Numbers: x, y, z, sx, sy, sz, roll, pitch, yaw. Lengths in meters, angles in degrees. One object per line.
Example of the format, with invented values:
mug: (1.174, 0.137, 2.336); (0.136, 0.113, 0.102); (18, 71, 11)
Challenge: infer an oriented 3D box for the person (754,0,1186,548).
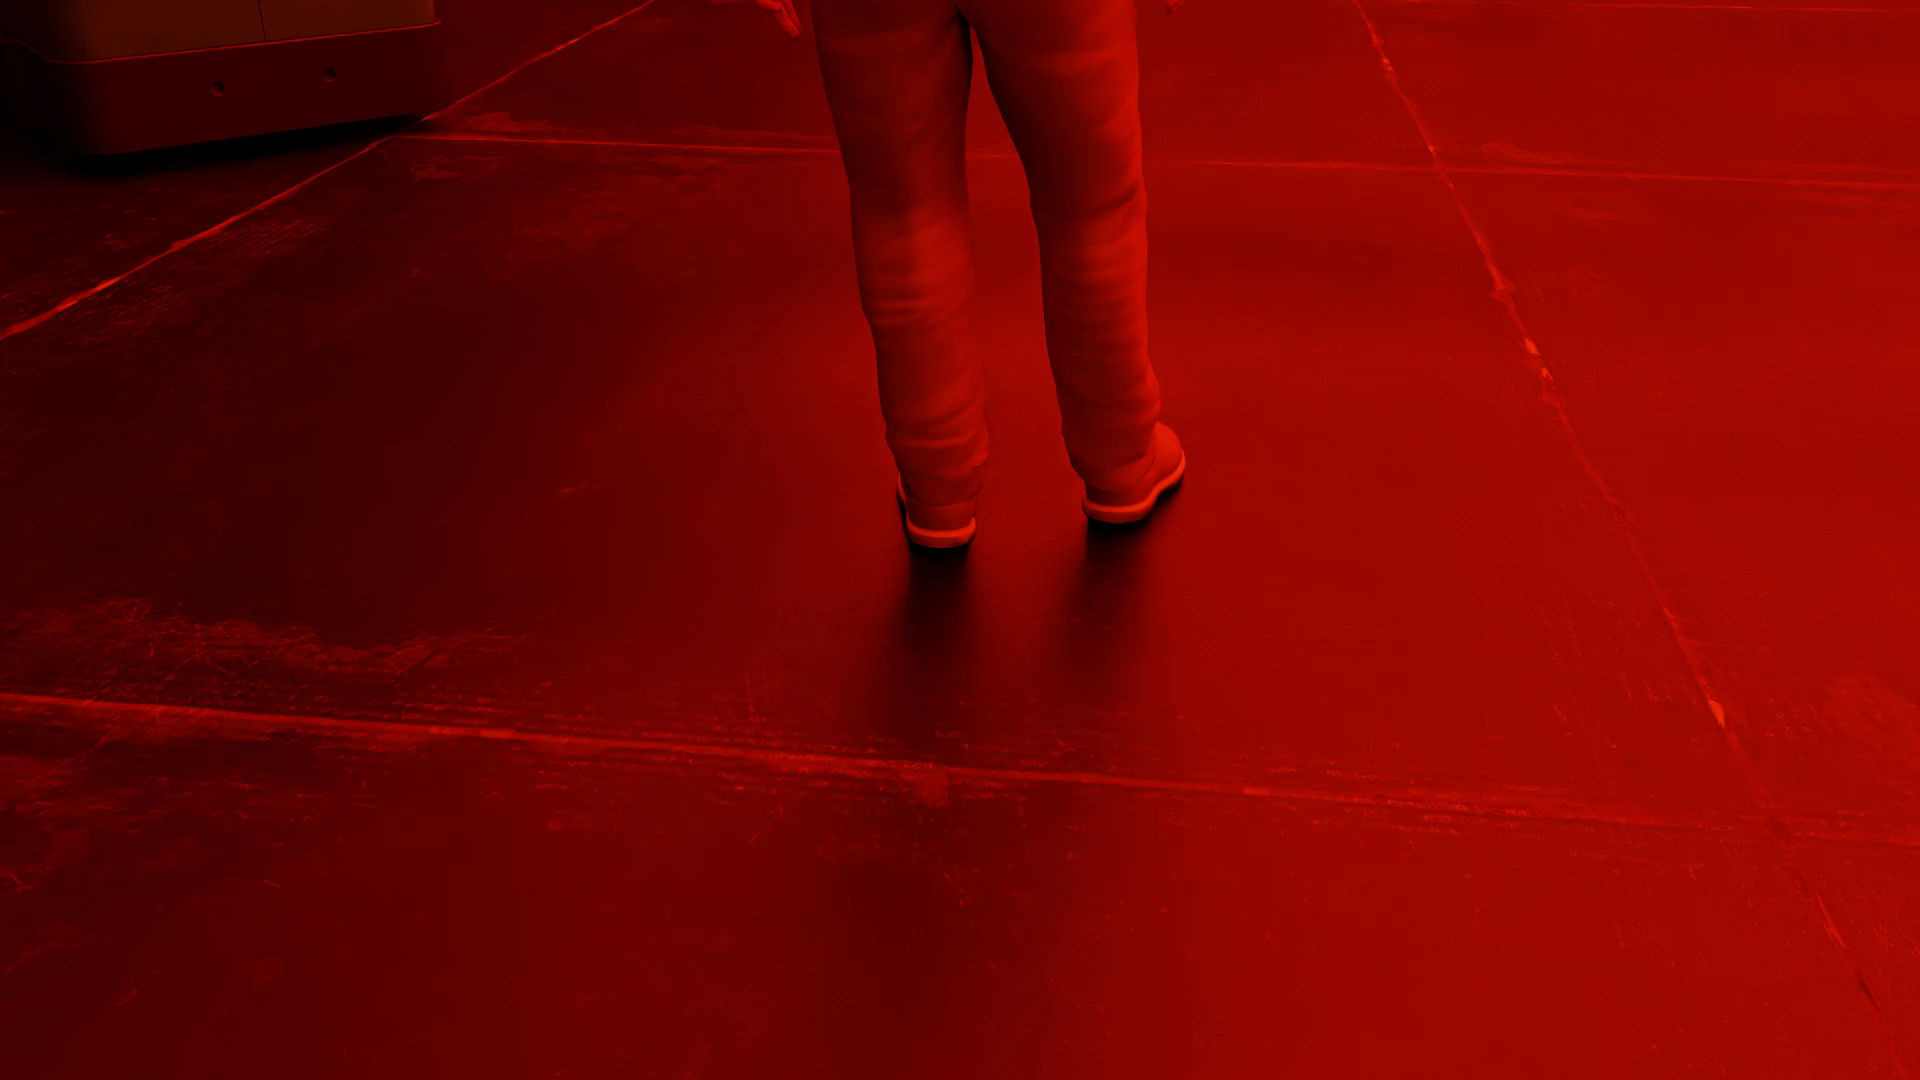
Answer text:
person: (0.023, -0.820, 2.189); (0.641, 1.727, 0.550); (3, 27, 7)

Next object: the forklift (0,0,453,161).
forklift: (-2.800, -2.912, 5.054); (1.130, 2.935, 3.031); (-19, 32, -33)
